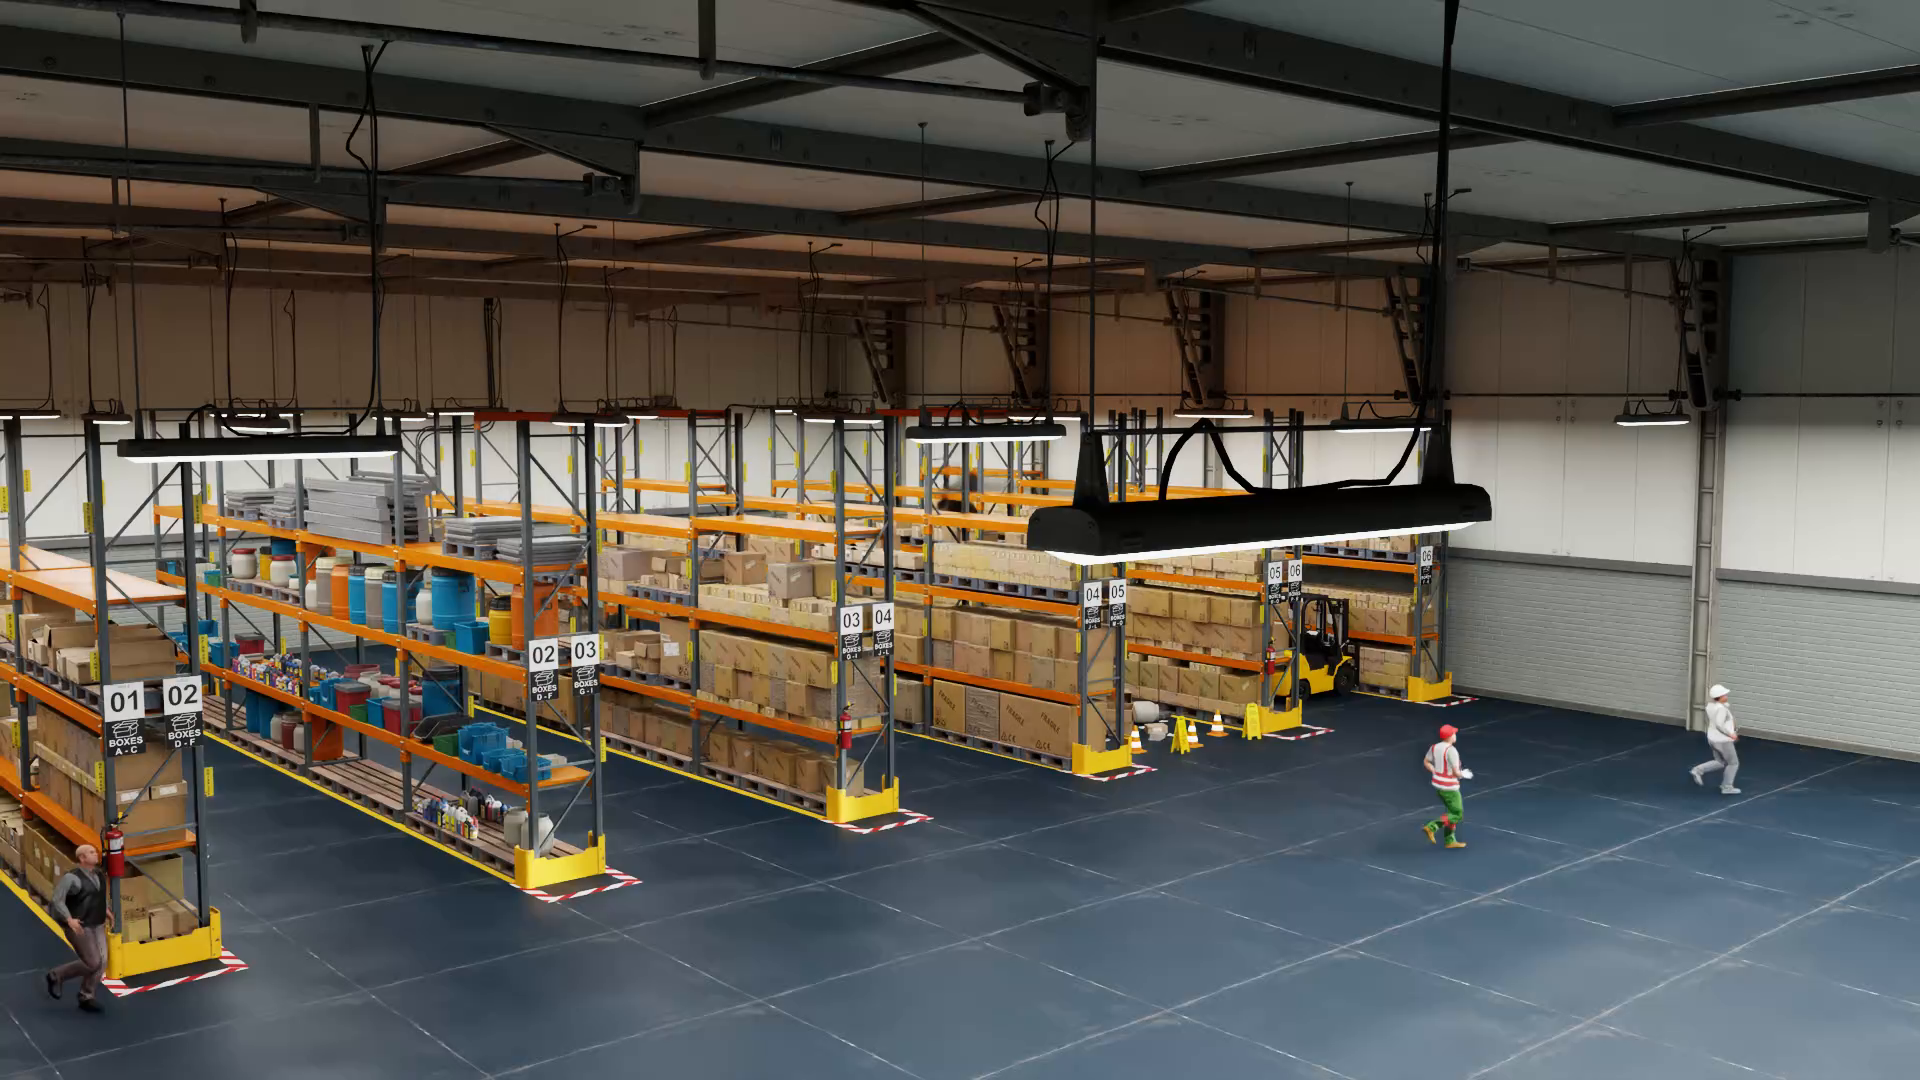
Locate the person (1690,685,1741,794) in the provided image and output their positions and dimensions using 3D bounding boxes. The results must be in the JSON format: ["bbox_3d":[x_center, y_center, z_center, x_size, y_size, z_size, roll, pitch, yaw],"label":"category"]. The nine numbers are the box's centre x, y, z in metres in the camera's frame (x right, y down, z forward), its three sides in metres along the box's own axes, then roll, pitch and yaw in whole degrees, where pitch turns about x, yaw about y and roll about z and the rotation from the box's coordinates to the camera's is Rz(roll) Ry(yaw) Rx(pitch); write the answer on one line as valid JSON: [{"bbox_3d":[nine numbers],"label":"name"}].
[{"bbox_3d":[12.005,3.157,26.322,0.754,1.731,0.666,0,5,3],"label":"person"}]

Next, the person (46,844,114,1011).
[{"bbox_3d":[-9.070,3.991,17.275,0.617,1.651,0.696,1,5,10],"label":"person"}]

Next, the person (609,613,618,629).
[{"bbox_3d":[-8.588,1.895,41.317,0.598,1.596,0.598,-2,5,-19],"label":"person"}]

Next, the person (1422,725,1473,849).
[{"bbox_3d":[6.718,3.430,23.089,0.720,1.750,0.653,-1,5,-17],"label":"person"}]

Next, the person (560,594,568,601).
[{"bbox_3d":[-9.651,2.054,40.267,0.619,1.487,0.536,2,5,23],"label":"person"}]
